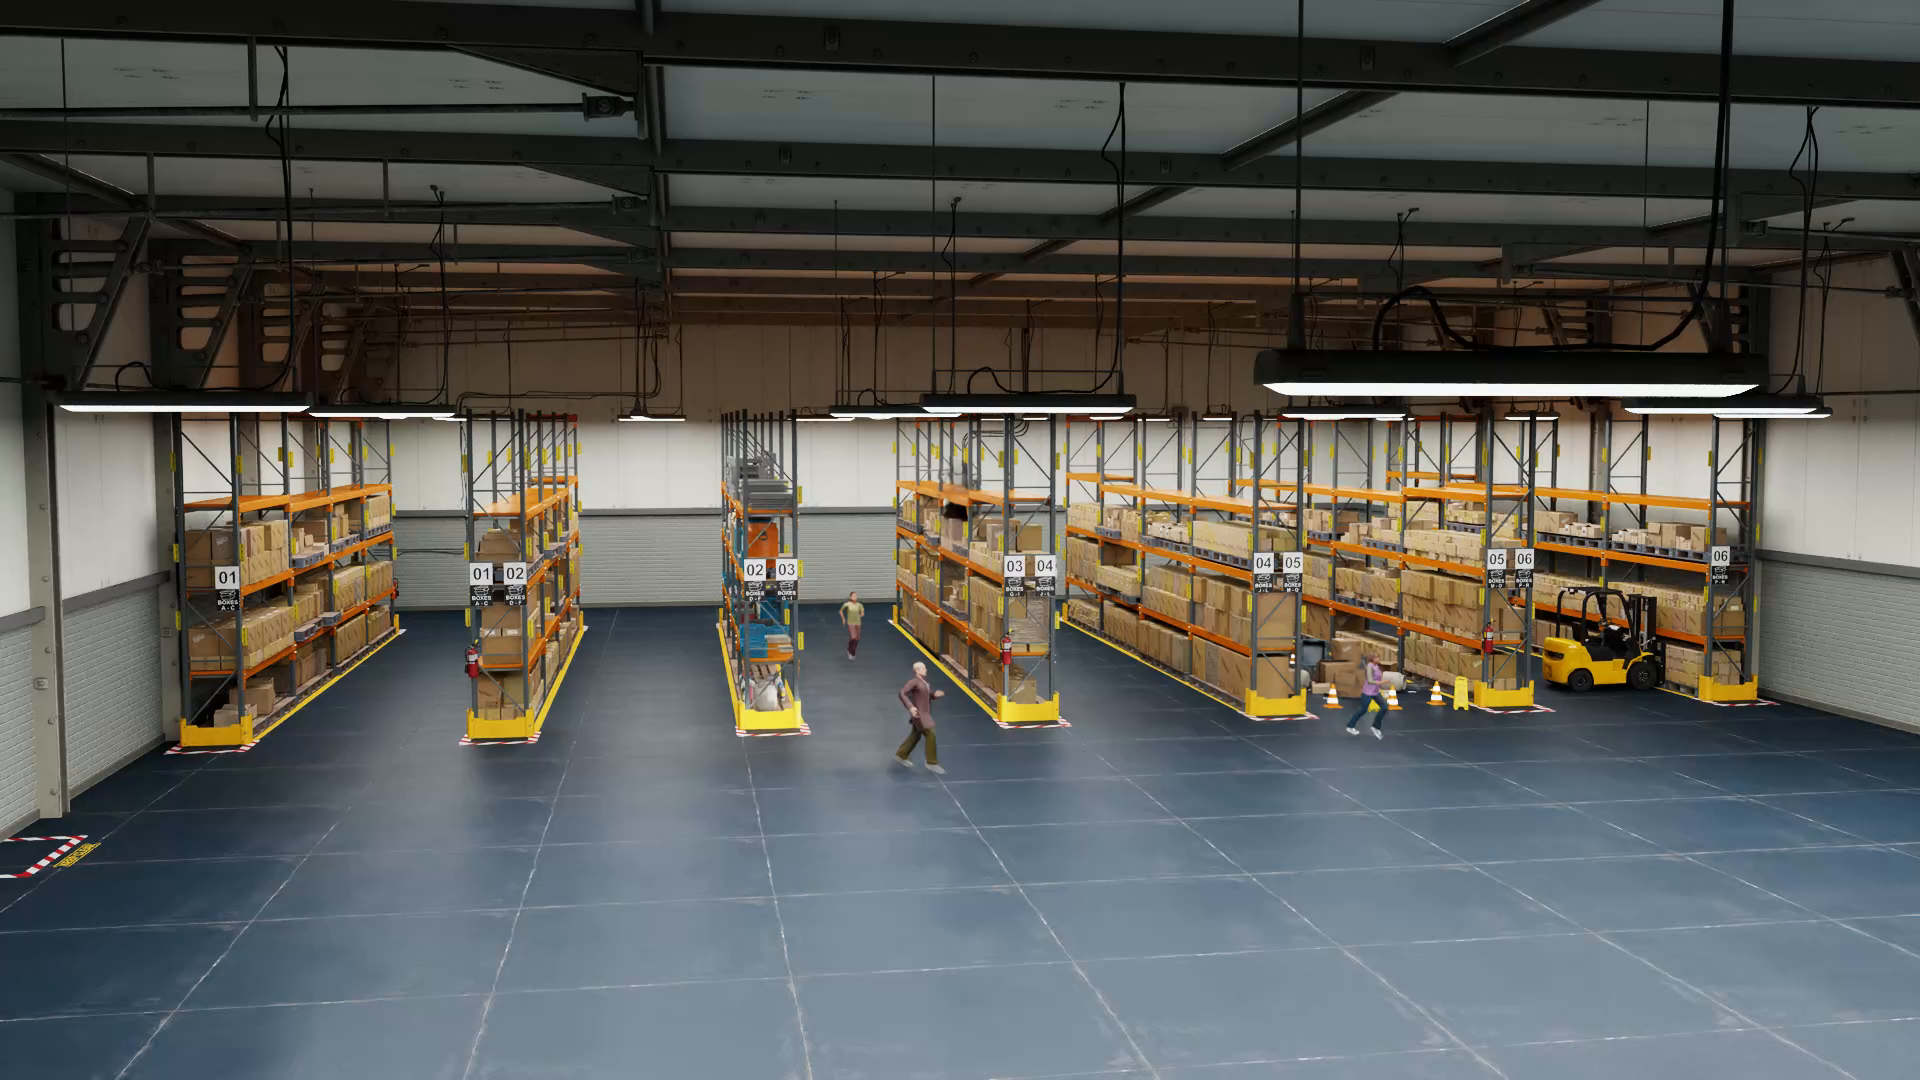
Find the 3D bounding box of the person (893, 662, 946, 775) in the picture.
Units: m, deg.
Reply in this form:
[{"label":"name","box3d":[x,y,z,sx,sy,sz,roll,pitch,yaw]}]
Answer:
[{"label":"person","box3d":[-0.648,2.913,27.323,0.903,1.826,0.681,1,4,11]}]

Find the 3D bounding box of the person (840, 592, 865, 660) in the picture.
[{"label":"person","box3d":[-2.576,2.079,40.289,0.549,1.653,0.656,-2,4,-24]}]

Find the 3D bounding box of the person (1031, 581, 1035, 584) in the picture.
[{"label":"person","box3d":[2.099,1.546,46.617,0.686,1.757,0.907,0,4,-6]}]

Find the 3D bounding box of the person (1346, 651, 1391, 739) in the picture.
[{"label":"person","box3d":[7.474,2.813,30.268,0.822,1.614,0.550,3,5,39]}]
